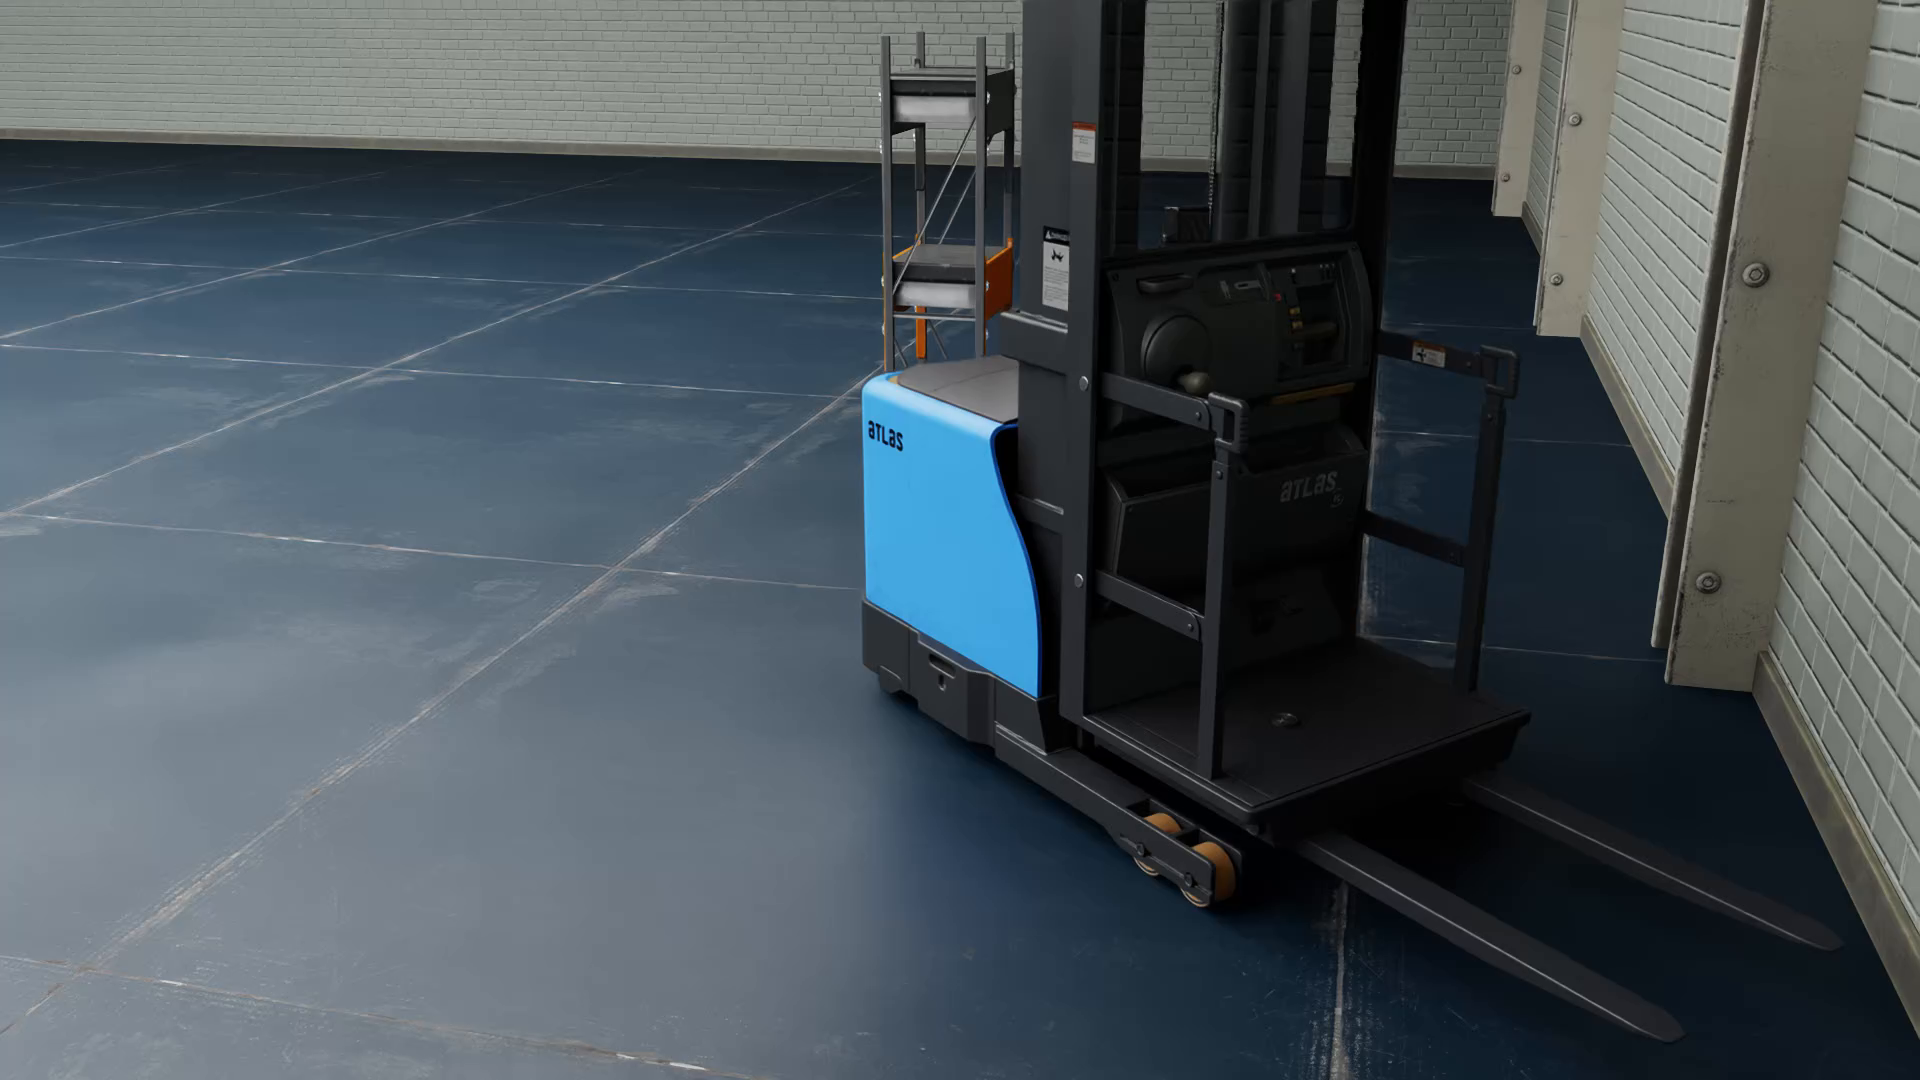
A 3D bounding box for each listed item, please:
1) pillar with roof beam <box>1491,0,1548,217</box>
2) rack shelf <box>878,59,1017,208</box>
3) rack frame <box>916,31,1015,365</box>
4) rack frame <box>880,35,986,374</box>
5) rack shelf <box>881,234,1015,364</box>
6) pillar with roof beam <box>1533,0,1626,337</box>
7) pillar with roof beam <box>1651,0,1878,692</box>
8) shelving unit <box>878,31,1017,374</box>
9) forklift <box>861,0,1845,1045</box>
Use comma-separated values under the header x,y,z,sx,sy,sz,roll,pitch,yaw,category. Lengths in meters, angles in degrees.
x,y,z,sx,sy,sz,roll,pitch,yaw,category
1.392,-7.913,16.433,9.100,9.000,0.400,5,19,13,pillar with roof beam
-0.040,-1.591,6.474,0.431,0.518,0.480,5,19,13,rack shelf
0.019,-1.018,6.920,0.400,2.100,0.015,5,19,13,rack frame
-0.100,-0.865,6.472,0.400,2.100,0.015,5,19,13,rack frame
-0.040,-0.929,6.701,0.431,0.518,0.480,5,19,13,rack shelf
-0.074,-6.033,10.927,9.100,9.000,0.400,5,19,13,pillar with roof beam
-1.540,-4.152,5.421,9.100,9.000,0.400,5,19,13,pillar with roof beam
-0.040,-0.942,6.696,0.431,2.100,0.503,5,19,13,shelving unit
0.903,-0.599,4.408,1.130,2.935,3.031,-12,22,-32,forklift
